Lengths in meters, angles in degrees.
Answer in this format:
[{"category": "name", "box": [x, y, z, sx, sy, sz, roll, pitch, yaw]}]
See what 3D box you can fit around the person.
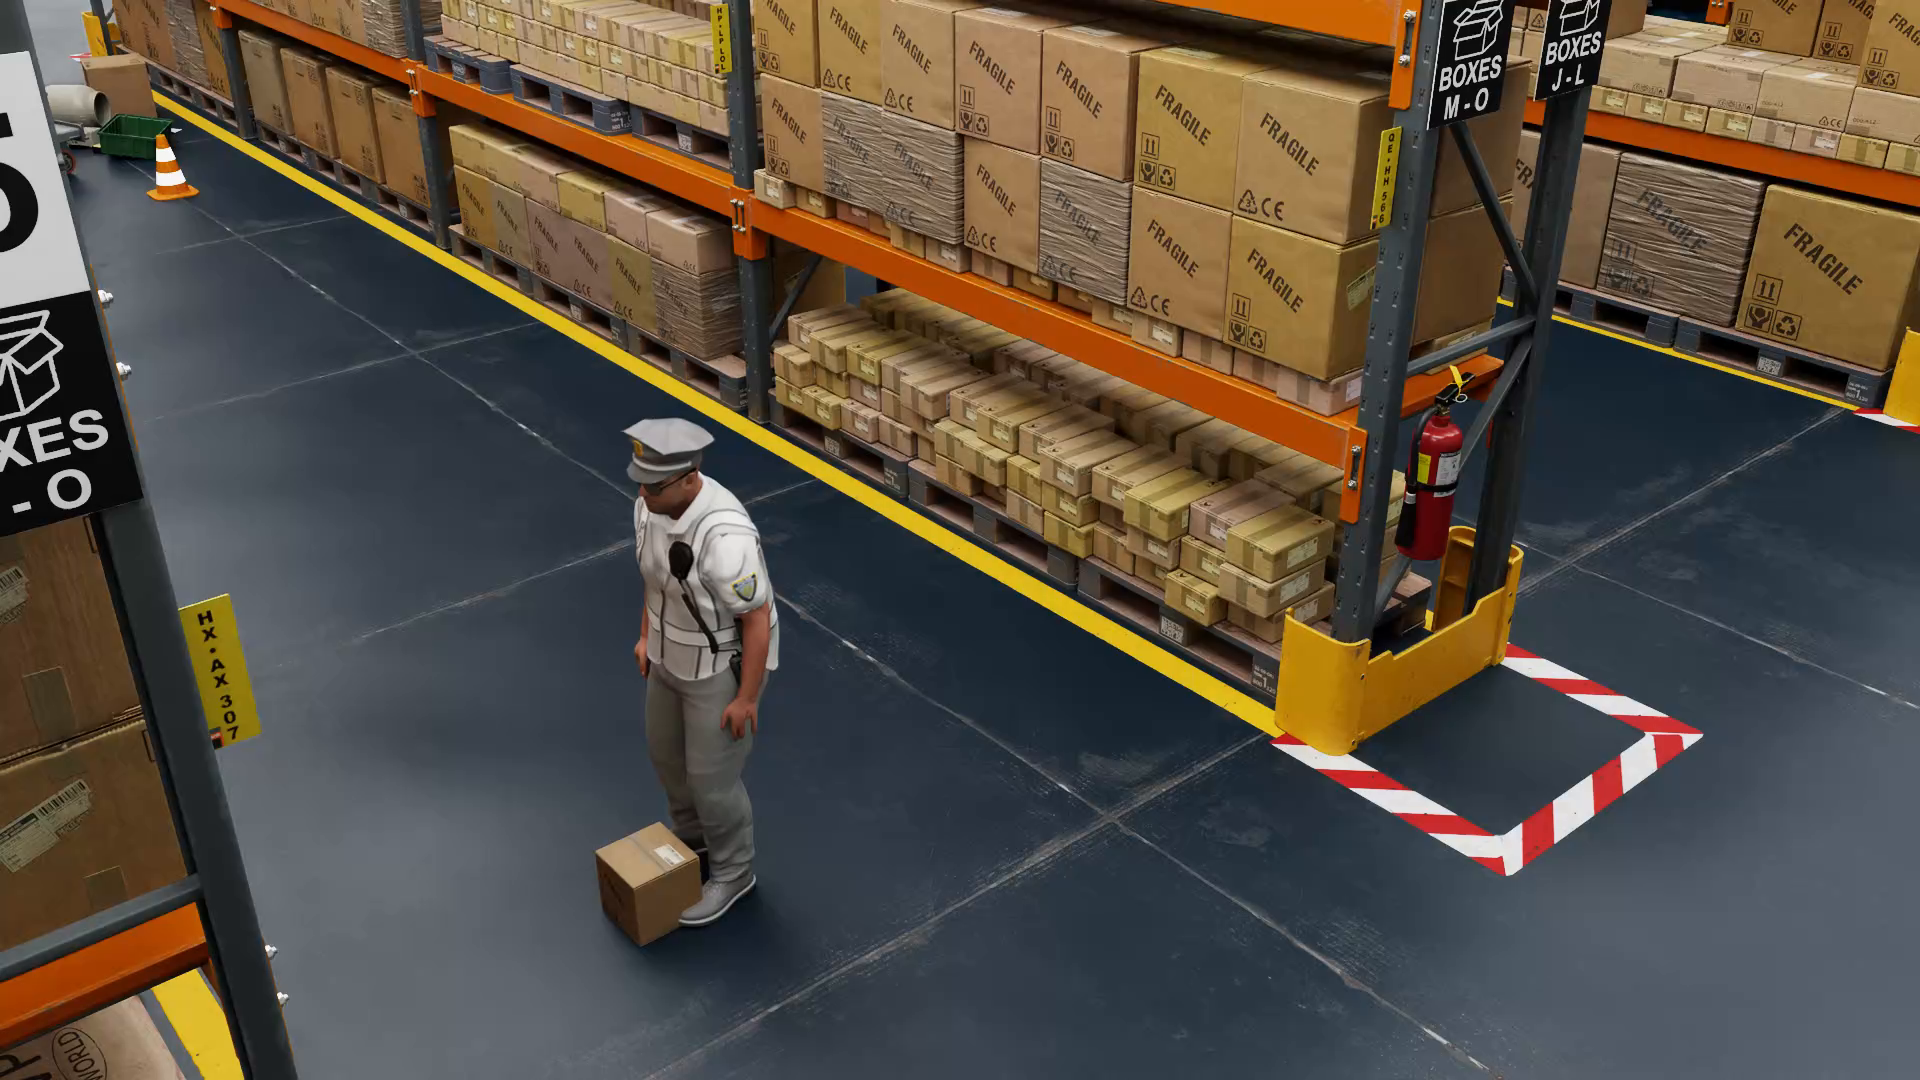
[{"category": "person", "box": [-0.842, 0.407, 5.353, 0.480, 1.744, 0.597, -24, 36, -38]}]
